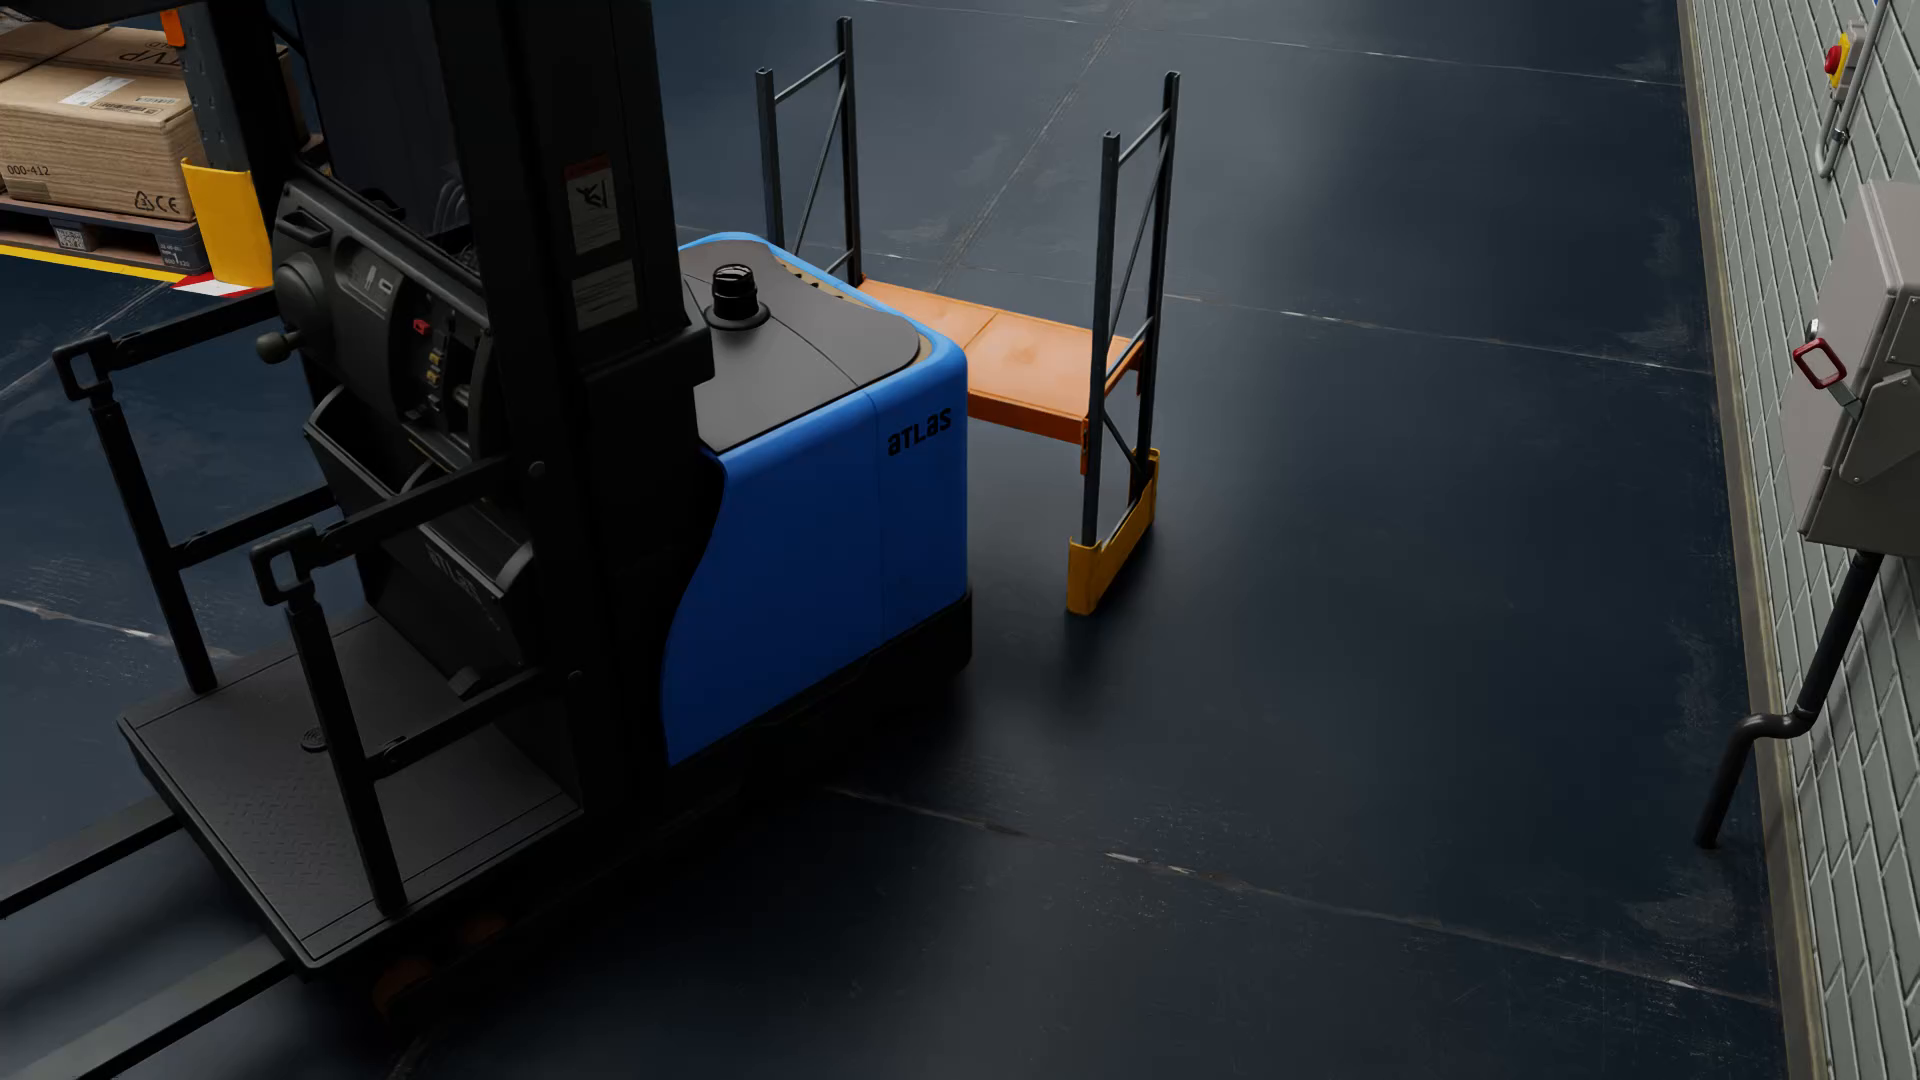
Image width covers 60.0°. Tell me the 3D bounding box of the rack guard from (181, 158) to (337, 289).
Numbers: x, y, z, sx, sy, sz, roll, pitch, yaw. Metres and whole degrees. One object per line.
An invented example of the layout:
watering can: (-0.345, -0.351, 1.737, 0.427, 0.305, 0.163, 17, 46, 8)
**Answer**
rack guard: (-2.724, -1.560, 7.026, 0.348, 0.500, 1.175, 10, 38, 14)

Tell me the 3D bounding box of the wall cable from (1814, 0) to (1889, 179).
wall cable: (2.643, -2.009, 4.645, 0.123, 1.953, 0.585, 10, 38, 14)

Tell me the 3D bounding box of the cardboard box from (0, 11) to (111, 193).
cardboard box: (-4.282, -1.925, 7.221, 0.875, 0.438, 0.875, 11, 38, 15)

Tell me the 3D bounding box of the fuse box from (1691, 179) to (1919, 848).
fuse box: (1.877, 0.094, 3.757, 0.414, 1.711, 0.539, 10, 38, 14)

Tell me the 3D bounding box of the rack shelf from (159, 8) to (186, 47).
rack shelf: (-4.656, -2.635, 6.985, 4.000, 0.370, 1.077, 10, 38, 14)

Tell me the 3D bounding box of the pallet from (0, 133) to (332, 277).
pallet: (-3.533, -1.545, 7.250, 1.213, 0.211, 1.003, 10, 38, 14)

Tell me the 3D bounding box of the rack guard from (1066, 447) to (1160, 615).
rack guard: (0.479, -0.038, 5.169, 0.087, 0.250, 0.587, 16, 39, 20)

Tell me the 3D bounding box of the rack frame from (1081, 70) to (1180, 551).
rack frame: (0.480, -0.541, 4.798, 0.032, 1.500, 0.500, 16, 39, 20)

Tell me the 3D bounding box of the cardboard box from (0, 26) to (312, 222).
cardboard box: (-3.406, -1.768, 7.008, 0.875, 0.438, 0.875, 9, 37, 12)

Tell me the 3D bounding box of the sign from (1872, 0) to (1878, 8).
sign: (2.715, -1.713, 4.897, 0.001, 0.218, 0.327, 10, 38, 14)

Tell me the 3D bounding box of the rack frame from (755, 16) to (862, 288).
rack frame: (-0.438, -0.800, 5.151, 0.032, 1.500, 0.500, 16, 39, 20)

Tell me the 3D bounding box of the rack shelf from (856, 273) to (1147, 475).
rack shelf: (0.021, -0.526, 5.081, 1.000, 0.185, 0.538, 16, 39, 20)

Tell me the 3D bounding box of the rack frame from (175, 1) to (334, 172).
rack frame: (-2.747, -2.571, 6.291, 0.127, 3.000, 1.000, 10, 38, 14)

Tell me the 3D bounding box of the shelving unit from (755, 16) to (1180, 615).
shelving unit: (0.029, -0.668, 4.971, 1.083, 1.500, 0.587, 16, 39, 20)

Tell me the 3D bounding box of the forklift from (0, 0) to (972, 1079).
forklift: (-1.386, -0.412, 3.416, 3.031, 2.935, 1.130, -29, 45, -33)
